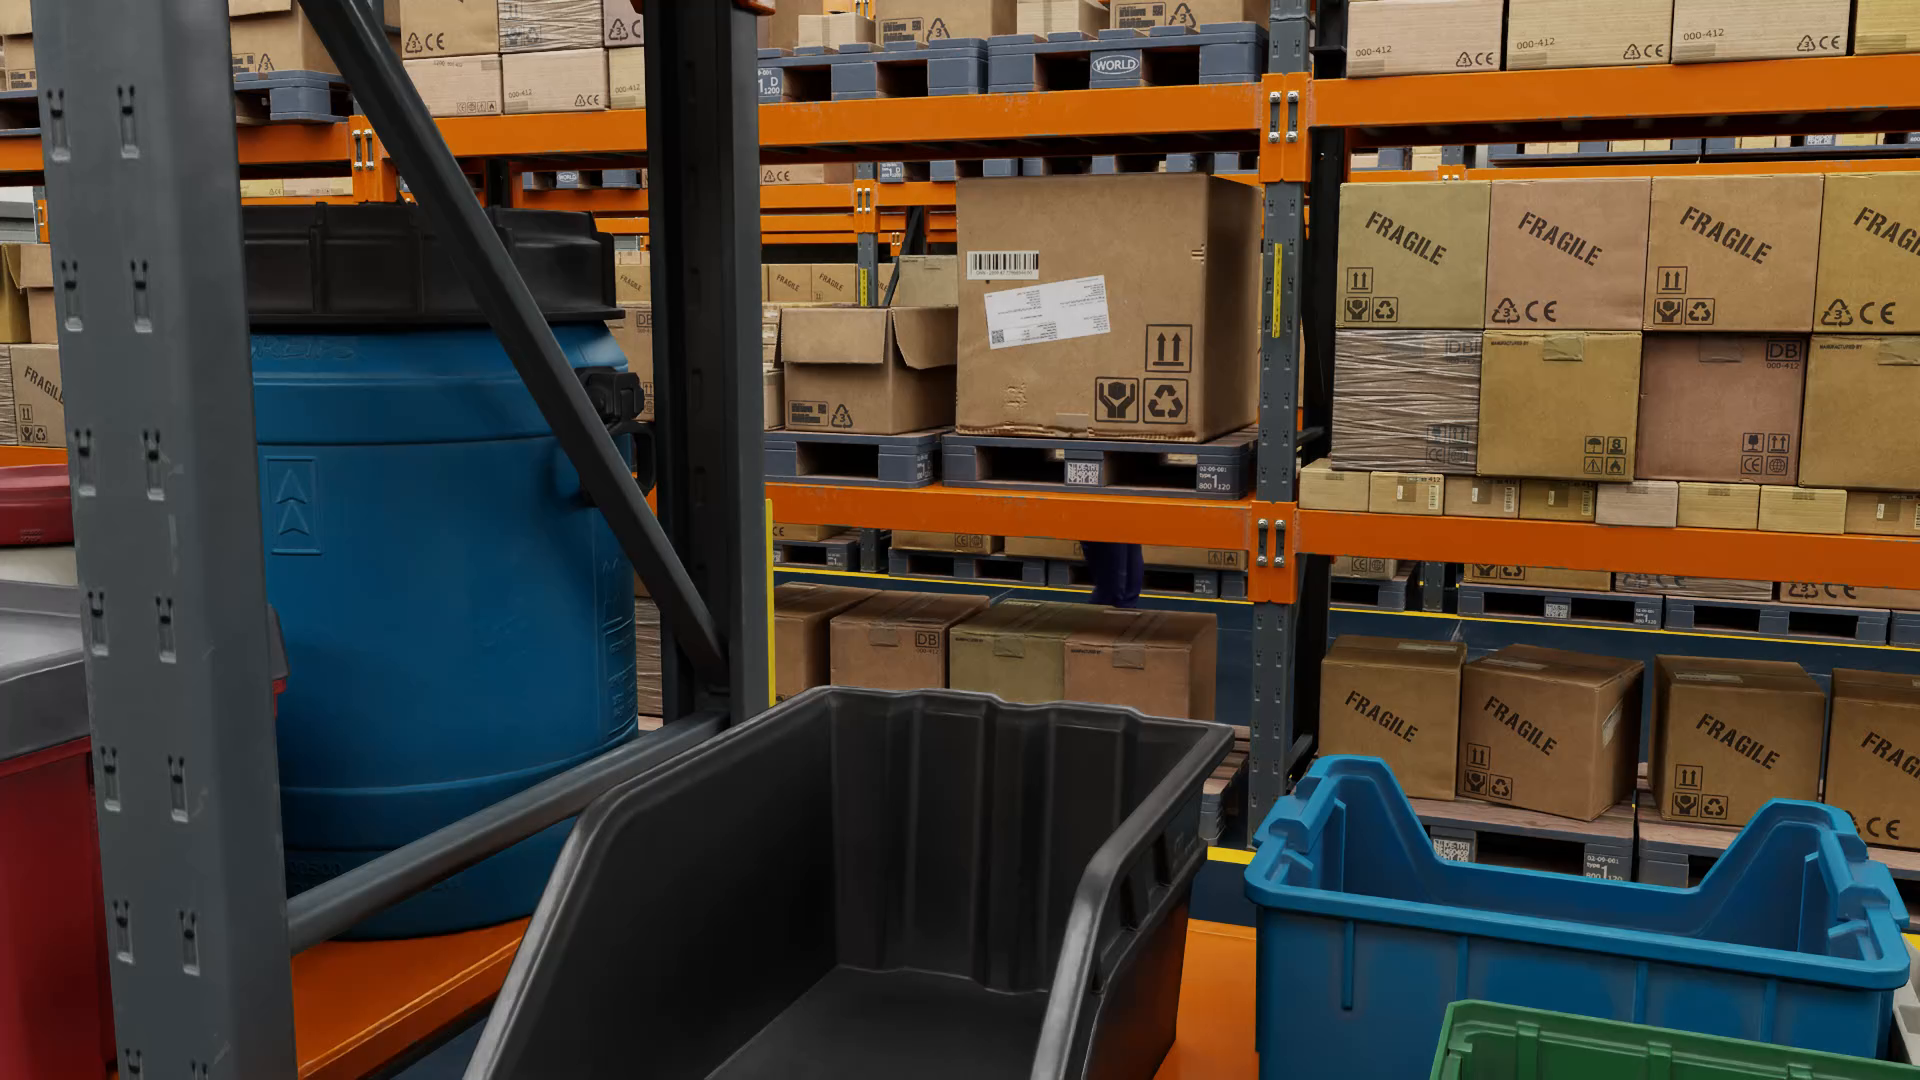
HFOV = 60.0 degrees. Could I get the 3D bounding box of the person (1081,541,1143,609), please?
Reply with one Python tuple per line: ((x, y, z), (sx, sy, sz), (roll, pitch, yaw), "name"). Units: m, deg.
((0.854, -0.110, 9.087), (0.416, 1.652, 0.556), (3, 9, 19), "person")
